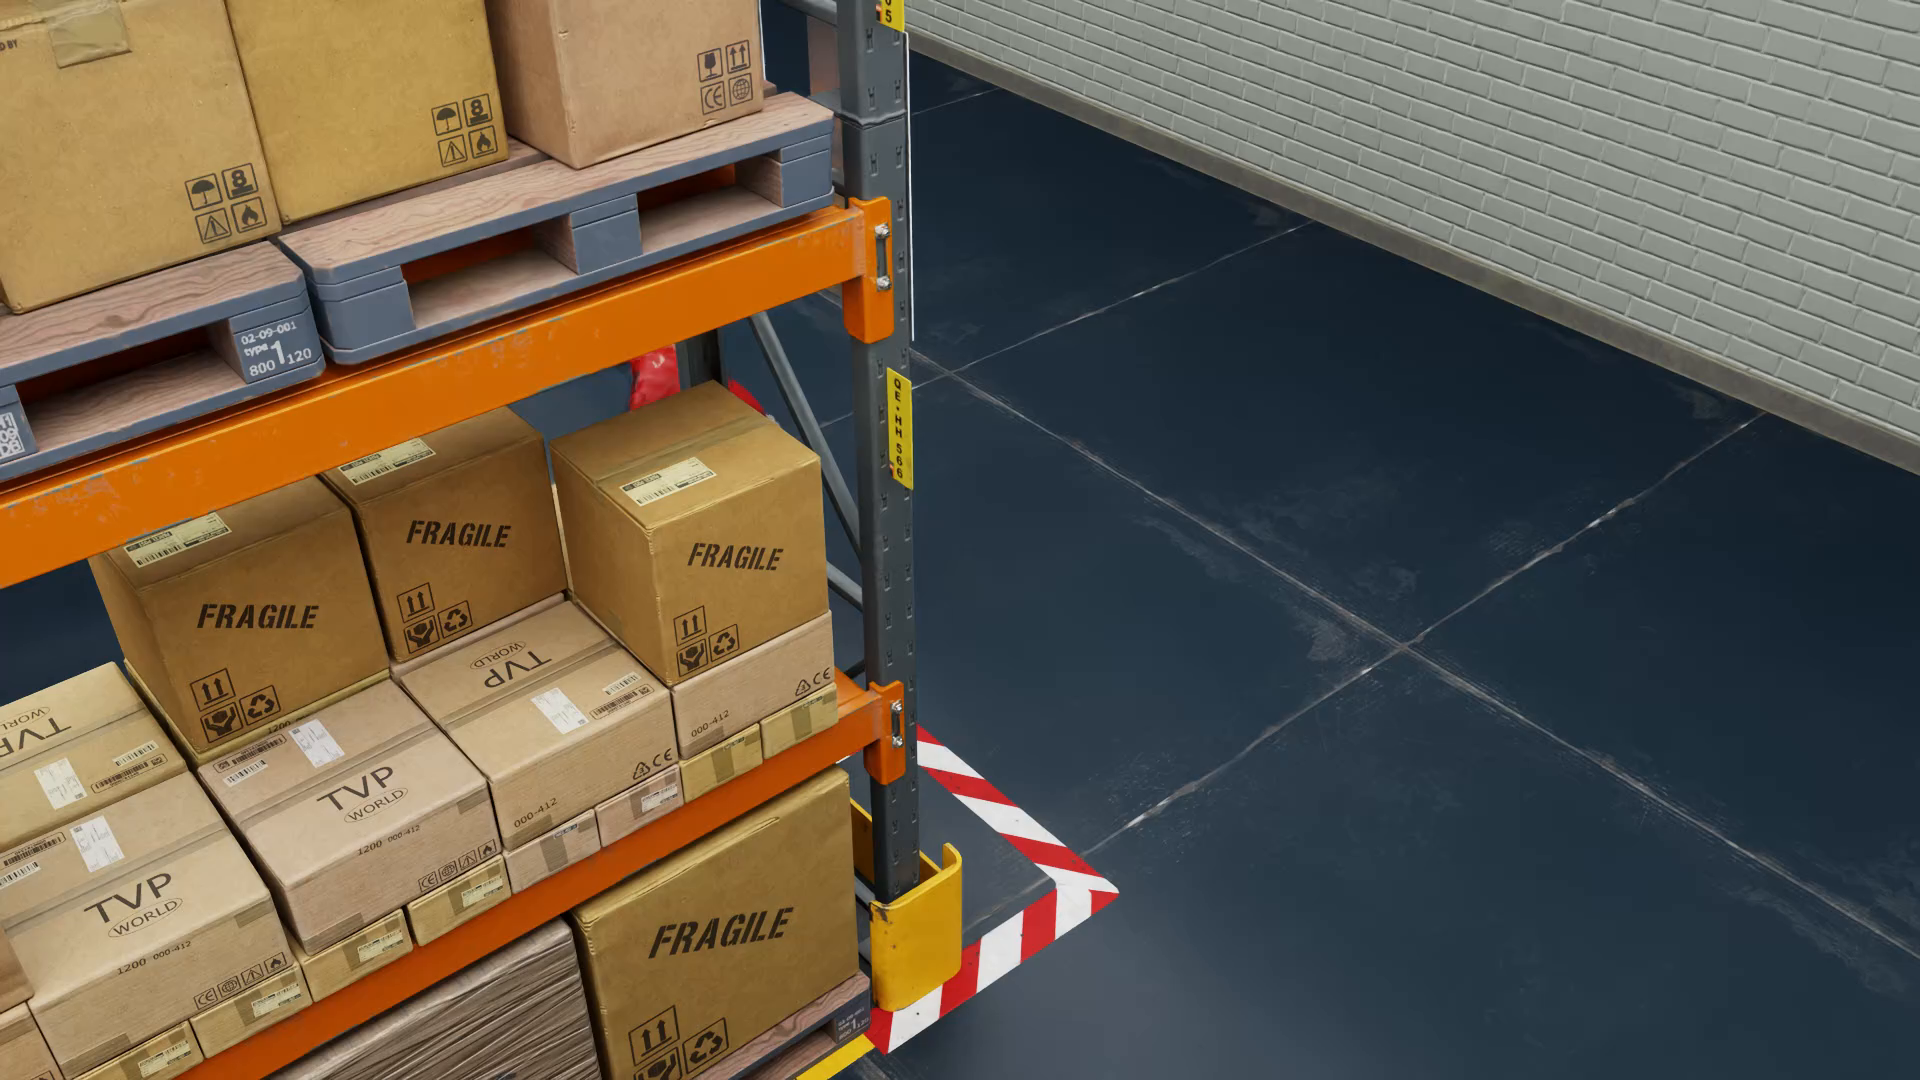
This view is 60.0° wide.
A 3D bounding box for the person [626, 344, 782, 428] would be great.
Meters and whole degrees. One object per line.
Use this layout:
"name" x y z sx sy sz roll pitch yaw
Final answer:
"person" -1.039 -0.209 6.709 0.767 1.437 0.484 16 39 21
